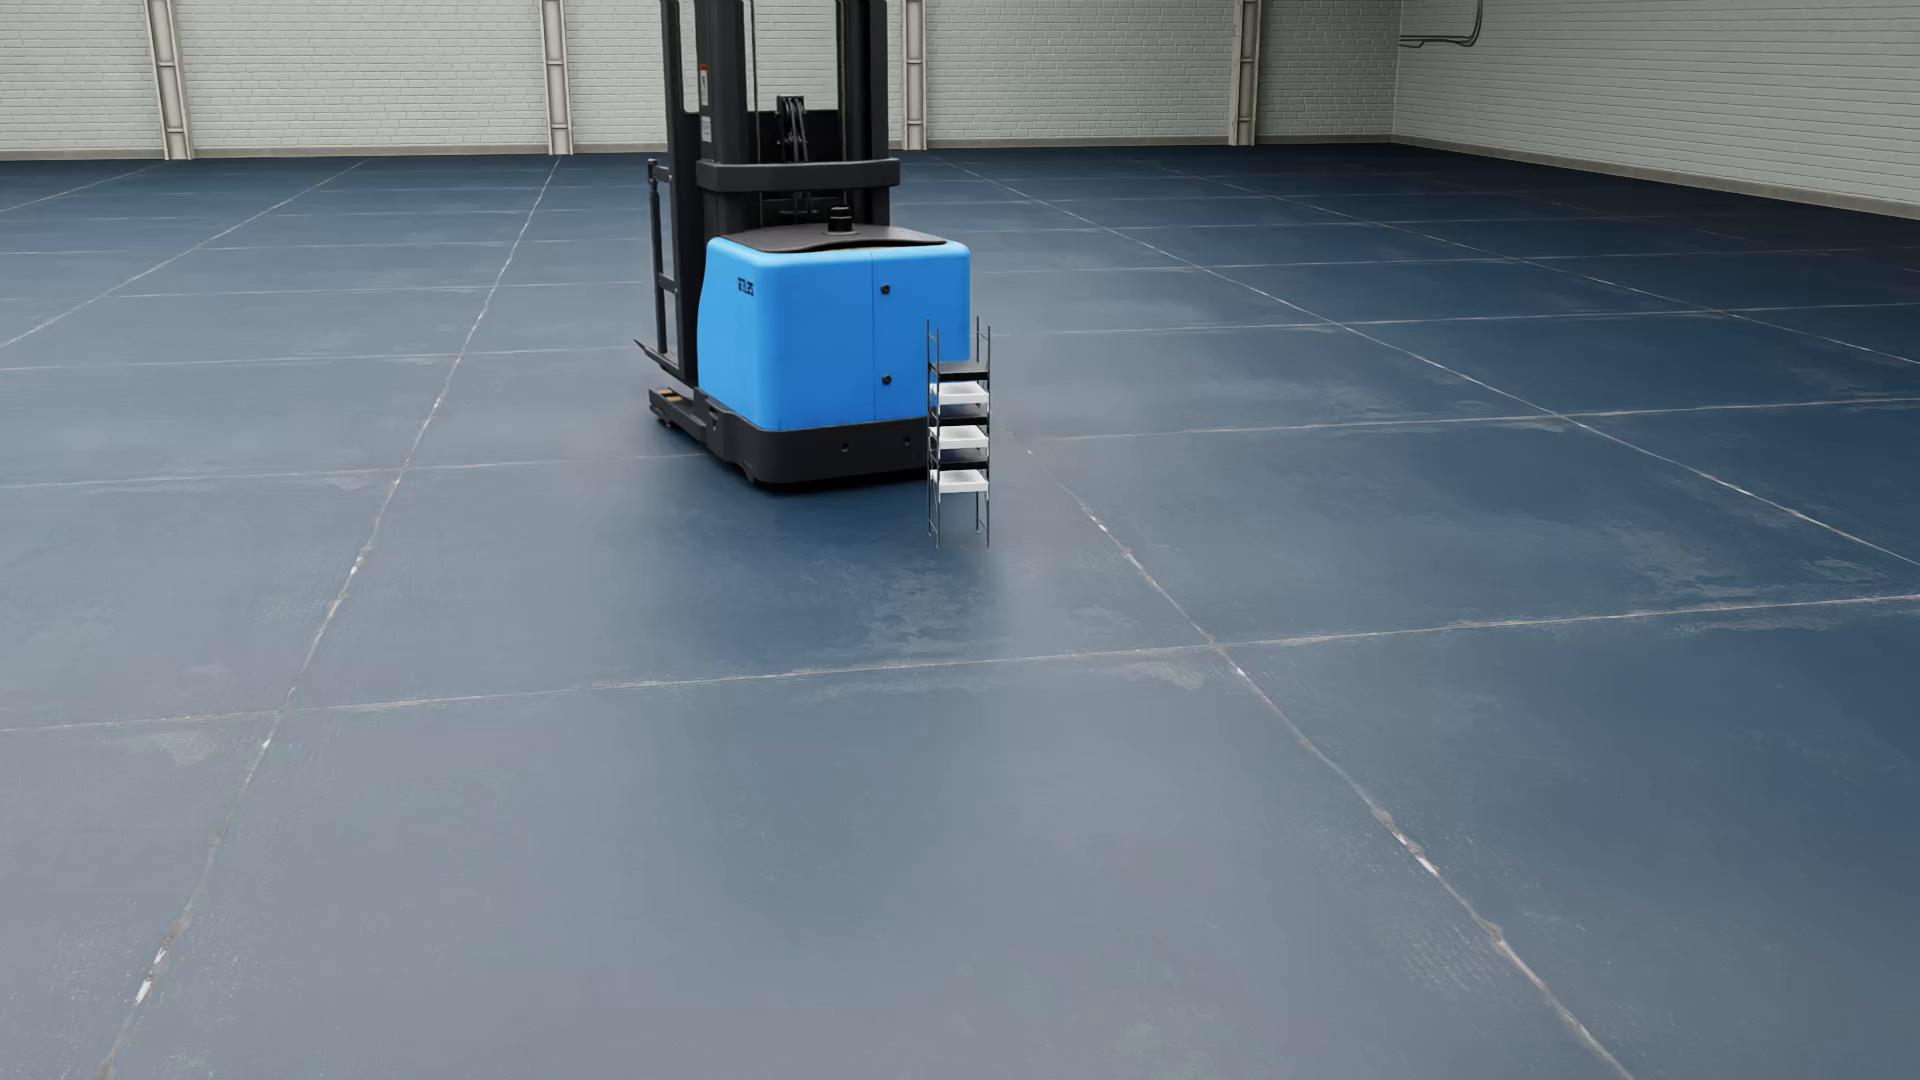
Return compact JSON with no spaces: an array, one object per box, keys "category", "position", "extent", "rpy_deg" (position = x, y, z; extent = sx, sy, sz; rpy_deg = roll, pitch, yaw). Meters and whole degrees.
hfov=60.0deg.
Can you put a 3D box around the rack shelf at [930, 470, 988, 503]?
[{"category":"rack shelf","position":[-0.008,-0.226,6.741],"extent":[0.200,0.077,0.258],"rpy_deg":[-3,17,-10]}]

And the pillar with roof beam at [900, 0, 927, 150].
[{"category":"pillar with roof beam","position":[0.015,-9.881,23.655],"extent":[0.400,9.000,9.100],"rpy_deg":[-3,17,-10]}]

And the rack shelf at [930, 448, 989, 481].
[{"category":"rack shelf","position":[-0.008,-0.312,6.714],"extent":[0.200,0.077,0.258],"rpy_deg":[-3,17,-10]}]

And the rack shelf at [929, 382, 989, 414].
[{"category":"rack shelf","position":[-0.008,-0.570,6.635],"extent":[0.200,0.077,0.258],"rpy_deg":[-3,17,-10]}]

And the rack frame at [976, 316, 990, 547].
[{"category":"rack frame","position":[0.092,-0.435,6.697],"extent":[0.006,0.900,0.240],"rpy_deg":[-3,17,-10]}]

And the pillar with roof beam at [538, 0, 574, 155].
[{"category":"pillar with roof beam","position":[-5.876,-9.547,22.567],"extent":[0.400,9.000,9.100],"rpy_deg":[-3,17,-10]}]

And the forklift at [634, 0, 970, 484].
[{"category":"forklift","position":[-1.015,-2.039,8.458],"extent":[1.130,2.935,3.031],"rpy_deg":[-8,19,-24]}]

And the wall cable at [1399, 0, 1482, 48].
[{"category":"wall cable","position":[8.233,-9.755,28.533],"extent":[0.112,2.526,3.097],"rpy_deg":[-3,17,-10]}]

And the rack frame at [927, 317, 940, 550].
[{"category":"rack frame","position":[-0.108,-0.424,6.660],"extent":[0.006,0.900,0.240],"rpy_deg":[-3,17,-10]}]

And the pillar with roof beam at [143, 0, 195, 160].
[{"category":"pillar with roof beam","position":[-11.767,-9.212,21.479],"extent":[0.400,9.000,9.100],"rpy_deg":[-3,17,-10]}]

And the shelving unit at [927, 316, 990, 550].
[{"category":"shelving unit","position":[-0.008,-0.430,6.678],"extent":[0.210,0.900,0.258],"rpy_deg":[-3,17,-10]}]

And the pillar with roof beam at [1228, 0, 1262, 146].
[{"category":"pillar with roof beam","position":[5.906,-10.215,24.743],"extent":[0.400,9.000,9.100],"rpy_deg":[-3,17,-10]}]

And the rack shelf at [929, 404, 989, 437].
[{"category":"rack shelf","position":[-0.008,-0.484,6.662],"extent":[0.200,0.077,0.258],"rpy_deg":[-3,17,-10]}]

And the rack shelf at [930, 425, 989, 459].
[{"category":"rack shelf","position":[-0.008,-0.398,6.688],"extent":[0.200,0.077,0.258],"rpy_deg":[-3,17,-10]}]

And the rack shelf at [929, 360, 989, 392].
[{"category":"rack shelf","position":[-0.008,-0.656,6.609],"extent":[0.200,0.077,0.258],"rpy_deg":[-3,17,-10]}]
